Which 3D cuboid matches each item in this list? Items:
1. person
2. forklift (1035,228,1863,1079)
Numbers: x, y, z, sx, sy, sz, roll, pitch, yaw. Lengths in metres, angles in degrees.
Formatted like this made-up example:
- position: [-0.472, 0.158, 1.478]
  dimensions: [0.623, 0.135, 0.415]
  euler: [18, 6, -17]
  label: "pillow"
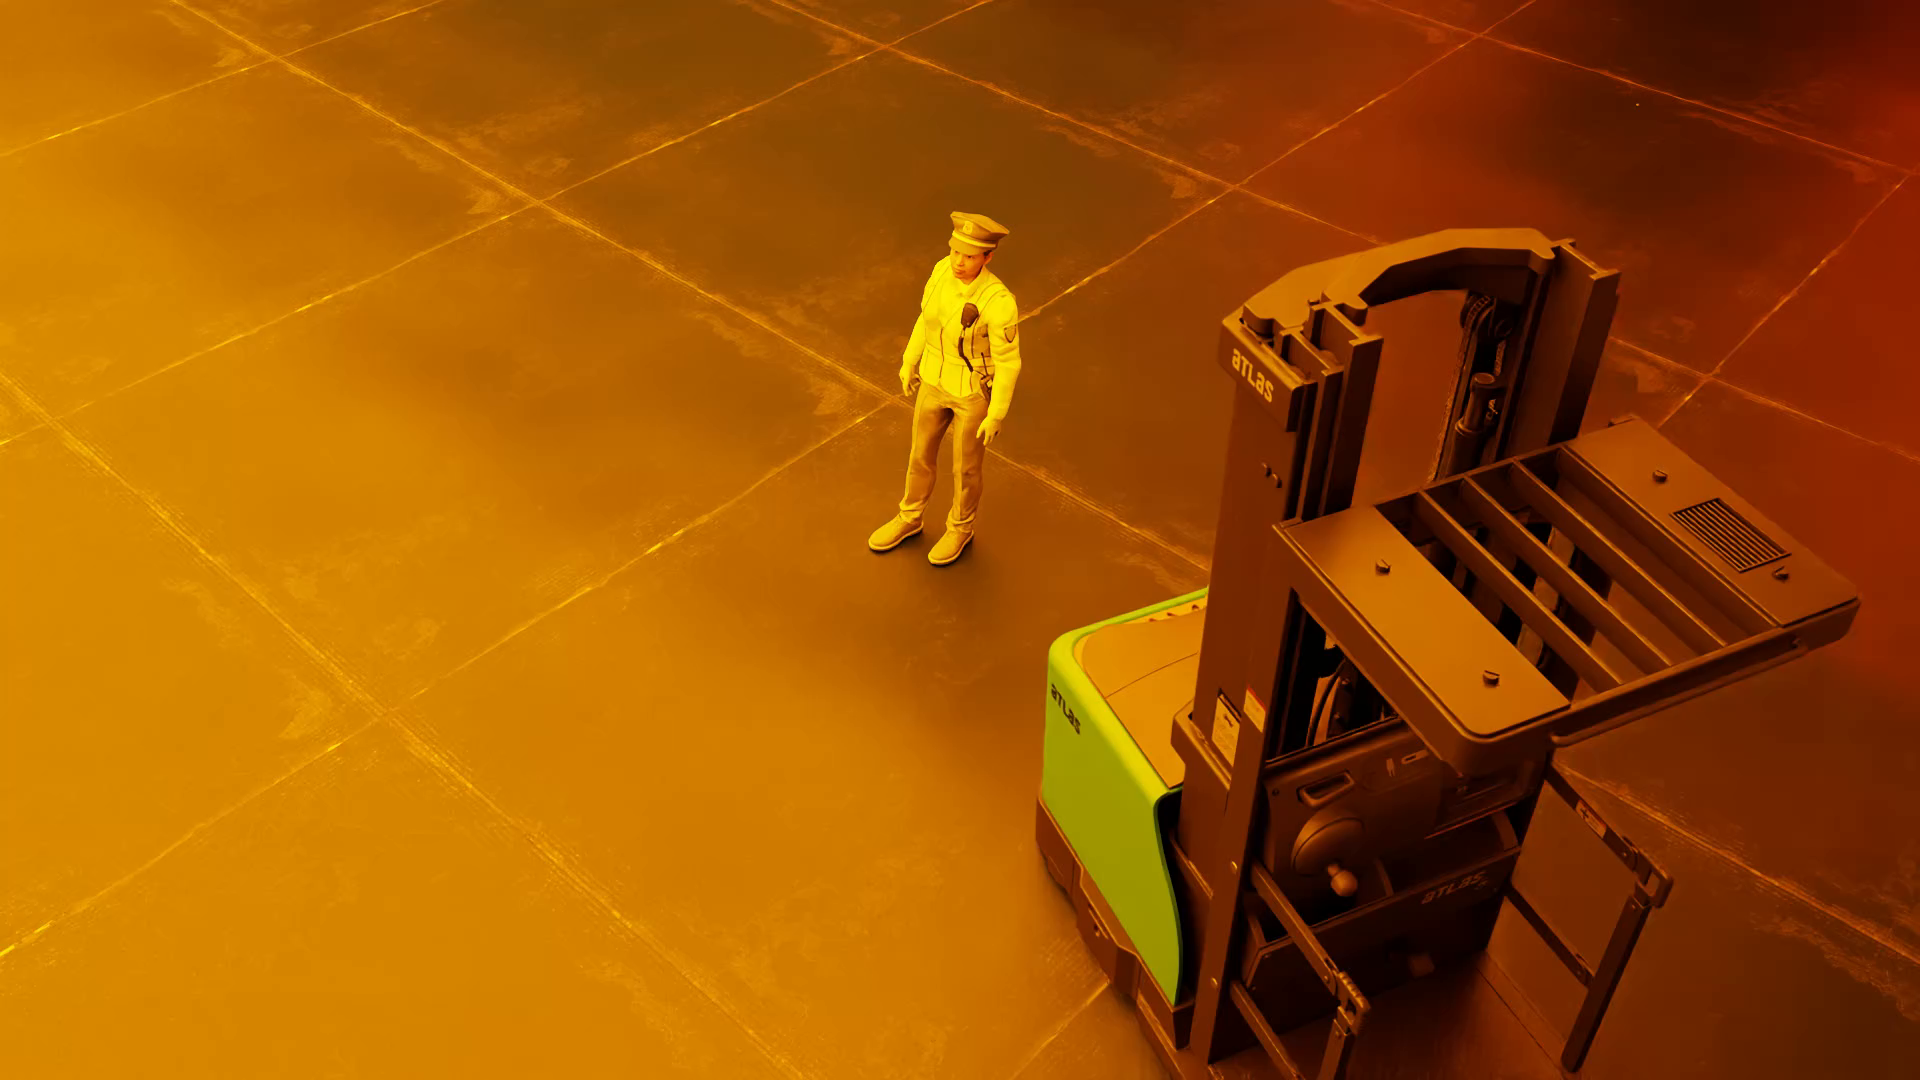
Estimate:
- position: [-0.051, -0.619, 7.088]
  dimensions: [0.586, 1.694, 0.531]
  euler: [31, 49, 31]
  label: "person"
- position: [1.350, 0.781, 4.518]
  dimensions: [1.130, 2.935, 3.031]
  euler: [-16, 43, -18]
  label: "forklift"
